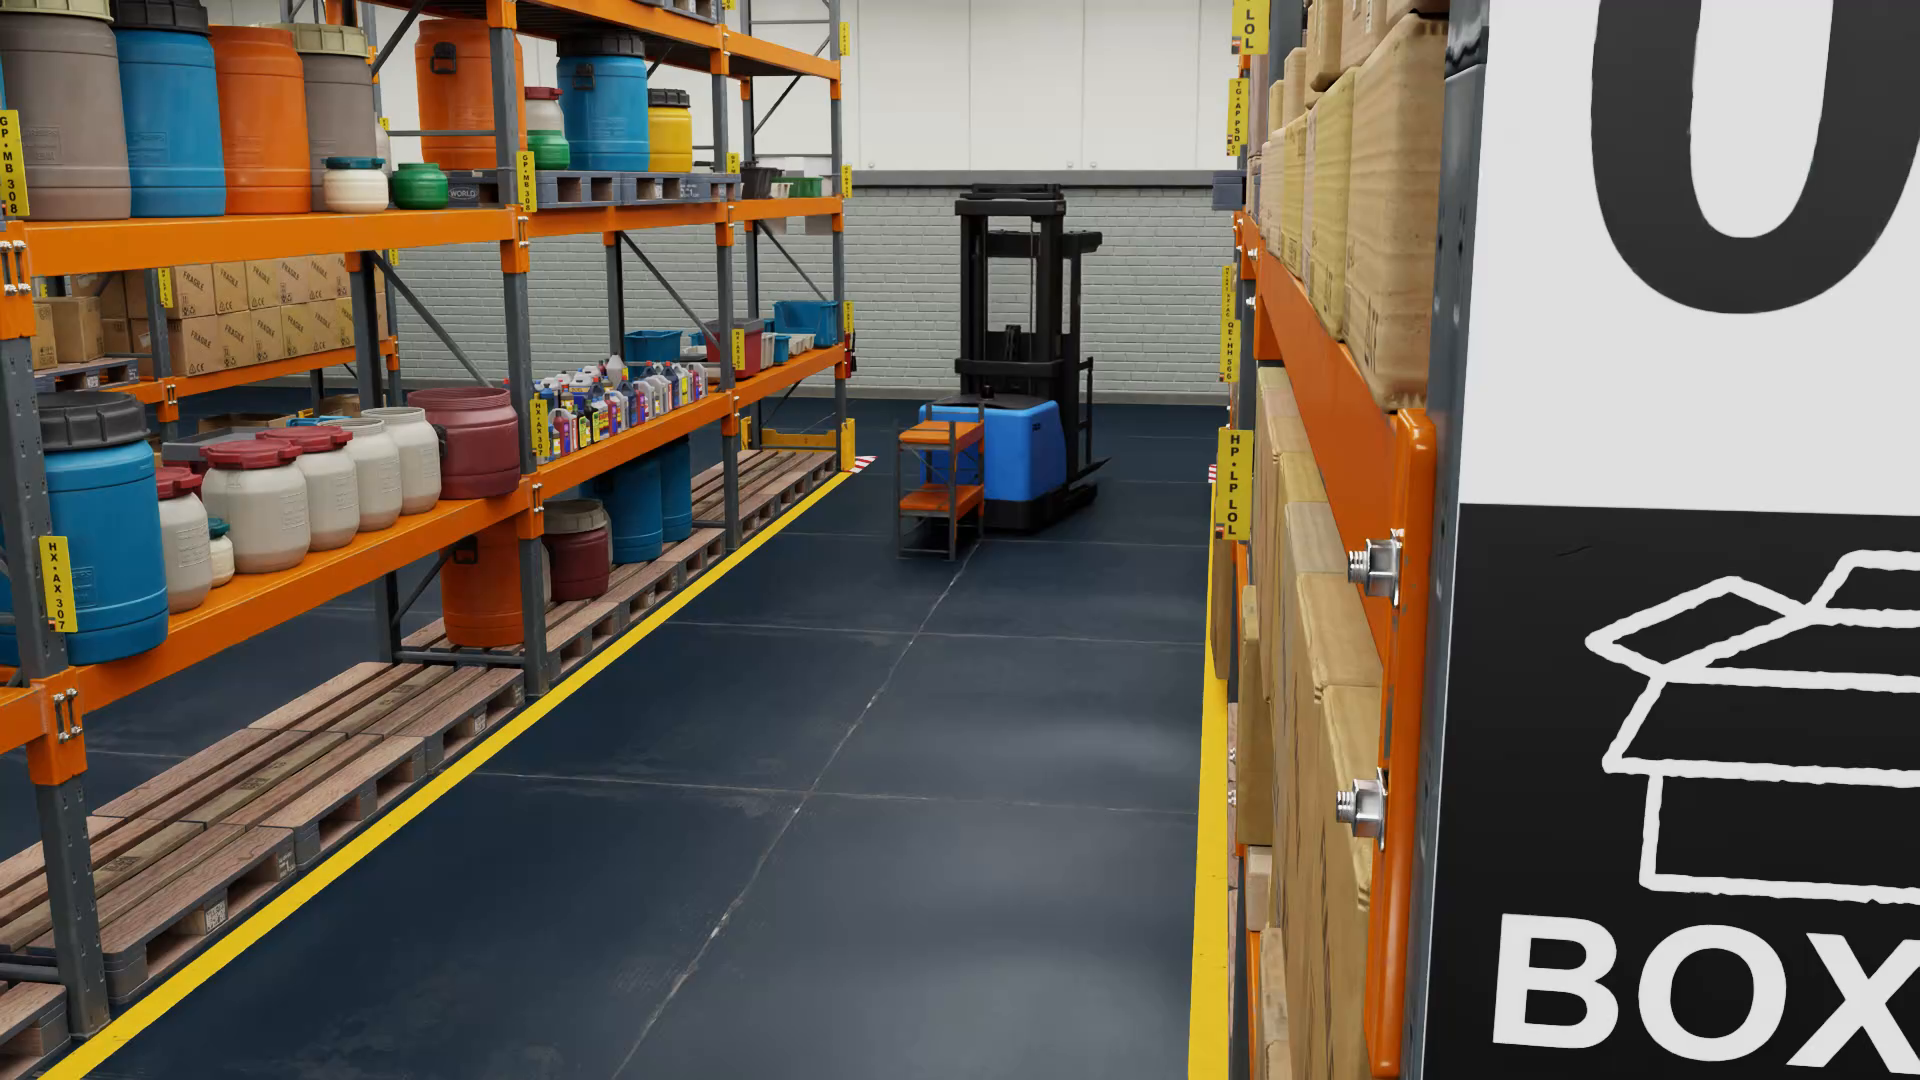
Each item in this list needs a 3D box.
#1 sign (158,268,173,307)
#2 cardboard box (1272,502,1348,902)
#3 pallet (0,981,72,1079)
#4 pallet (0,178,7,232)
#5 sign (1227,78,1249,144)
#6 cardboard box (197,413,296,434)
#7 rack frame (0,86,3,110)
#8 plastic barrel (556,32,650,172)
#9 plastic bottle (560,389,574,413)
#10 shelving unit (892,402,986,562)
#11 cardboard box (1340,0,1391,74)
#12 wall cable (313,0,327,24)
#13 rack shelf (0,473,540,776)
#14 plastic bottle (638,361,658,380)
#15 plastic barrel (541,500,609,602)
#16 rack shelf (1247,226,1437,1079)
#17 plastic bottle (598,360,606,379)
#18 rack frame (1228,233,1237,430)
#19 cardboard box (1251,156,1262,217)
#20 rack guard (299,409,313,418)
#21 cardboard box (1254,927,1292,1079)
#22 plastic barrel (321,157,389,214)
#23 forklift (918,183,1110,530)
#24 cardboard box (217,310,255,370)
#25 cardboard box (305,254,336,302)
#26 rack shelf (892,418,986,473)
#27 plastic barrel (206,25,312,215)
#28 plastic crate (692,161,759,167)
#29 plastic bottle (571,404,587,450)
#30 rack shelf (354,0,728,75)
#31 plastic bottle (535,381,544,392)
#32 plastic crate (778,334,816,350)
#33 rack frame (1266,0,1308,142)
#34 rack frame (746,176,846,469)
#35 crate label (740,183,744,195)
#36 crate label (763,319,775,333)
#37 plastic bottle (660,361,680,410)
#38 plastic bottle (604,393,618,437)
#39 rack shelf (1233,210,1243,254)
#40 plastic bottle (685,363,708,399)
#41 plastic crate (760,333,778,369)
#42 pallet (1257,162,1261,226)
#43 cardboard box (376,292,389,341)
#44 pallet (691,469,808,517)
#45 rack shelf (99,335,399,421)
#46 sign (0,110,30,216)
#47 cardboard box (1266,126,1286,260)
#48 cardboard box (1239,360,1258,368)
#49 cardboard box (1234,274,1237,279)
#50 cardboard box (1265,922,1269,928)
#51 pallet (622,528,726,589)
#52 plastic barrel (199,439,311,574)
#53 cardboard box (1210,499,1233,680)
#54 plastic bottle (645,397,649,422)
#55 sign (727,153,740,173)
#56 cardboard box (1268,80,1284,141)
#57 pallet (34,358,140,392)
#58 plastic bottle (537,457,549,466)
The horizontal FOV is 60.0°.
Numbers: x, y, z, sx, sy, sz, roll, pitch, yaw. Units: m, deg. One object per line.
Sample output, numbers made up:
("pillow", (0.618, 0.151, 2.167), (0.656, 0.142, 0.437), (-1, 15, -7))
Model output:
("sign", (-6.657, -2.113, 13.929), (0.100, 0.325, 0.005), (2, 12, 9))
("cardboard box", (0.728, 0.242, 2.434), (0.500, 0.500, 0.500), (2, 12, 9))
("pallet", (-3.687, 1.764, 5.306), (1.003, 0.211, 1.213), (2, 12, 9))
("pallet", (-3.557, -0.958, 4.647), (1.213, 0.211, 1.003), (2, 12, 9))
("sign", (1.420, -2.187, 8.486), (0.100, 0.325, 0.005), (2, 12, 9))
("cardboard box", (-6.922, -0.950, 16.163), (0.797, 0.503, 0.637), (2, 12, 9))
("rack frame", (-3.542, -2.670, 5.023), (1.000, 3.000, 0.127), (2, 12, 9))
("plastic barrel", (-2.423, -2.959, 11.298), (0.600, 0.901, 0.708), (2, 12, 9))
("plastic bottle", (-2.811, -0.980, 11.894), (0.097, 0.201, 0.097), (0, 12, 0))
("shelving unit", (-0.162, -0.493, 13.610), (0.538, 1.125, 1.048), (3, 13, 13))
("cardboard box", (0.561, -0.511, 1.534), (0.380, 0.149, 0.250), (1, 12, 6))
("wall cable", (-7.590, -7.518, 22.901), (3.097, 2.526, 0.112), (2, 12, 9))
("rack shelf", (-3.235, 0.198, 7.663), (1.077, 0.370, 4.000), (2, 12, 9))
("plastic bottle", (-2.301, -1.143, 12.294), (0.144, 0.351, 0.185), (2, 12, 9))
("plastic barrel", (-2.695, 0.066, 11.294), (0.600, 0.588, 0.708), (2, 12, 9))
("rack shelf", (1.044, -0.275, 2.738), (1.077, 0.370, 4.000), (2, 12, 9))
("plastic bottle", (-2.810, -1.255, 12.976), (0.061, 0.283, 0.133), (2, 12, 9))
("rack frame", (3.197, -2.075, 16.501), (1.000, 3.000, 0.127), (2, 12, 9))
("cardboard box", (1.494, -1.499, 7.064), (0.500, 0.250, 0.500), (2, 12, 10))
("rack guard", (-6.602, -1.159, 18.184), (1.175, 0.500, 0.348), (2, 12, 9))
("cardboard box", (0.807, 0.840, 2.033), (0.875, 0.500, 0.500), (2, 12, 9))
("plastic barrel", (-2.892, -1.697, 7.954), (0.301, 0.262, 0.301), (0, 12, 0))
("forklift", (0.649, -1.784, 15.315), (1.130, 2.935, 3.031), (5, 13, 21))
("cardboard box", (-6.782, -1.817, 15.067), (0.500, 0.500, 0.500), (2, 12, 10))
("cardboard box", (-6.539, -2.620, 16.418), (0.500, 0.500, 0.500), (2, 12, 10))
("rack shelf", (-0.162, -0.779, 13.548), (0.538, 0.278, 1.000), (3, 13, 13))
("plastic barrel", (-3.368, -1.946, 7.765), (0.600, 0.830, 0.708), (2, 12, 9))
("plastic crate", (-2.203, -3.362, 15.502), (0.504, 0.338, 0.767), (2, 12, 9))
("plastic bottle", (-2.404, -0.715, 10.470), (0.061, 0.283, 0.133), (2, 12, 9))
("rack shelf", (-2.619, -3.372, 10.936), (1.077, 0.370, 4.000), (2, 12, 9))
("plastic bottle", (-2.982, -0.992, 11.780), (0.097, 0.271, 0.097), (0, 12, 0))
("plastic crate", (-1.643, -1.960, 16.453), (0.396, 0.136, 0.243), (2, 12, 9))
("rack frame", (1.352, -2.510, 4.278), (1.000, 3.000, 0.127), (2, 12, 9))
("rack frame", (-1.697, -2.235, 17.246), (1.000, 3.000, 0.127), (2, 12, 9))
("crate label", (-1.951, -2.833, 13.523), (0.293, 0.136, 0.466), (2, 12, 9))
("crate label", (-2.060, -2.142, 17.068), (0.416, 0.233, 0.303), (2, 12, 9))
("plastic bottle", (-2.158, -1.138, 12.272), (0.144, 0.351, 0.185), (2, 12, 9))
("plastic bottle", (-2.318, -0.832, 11.010), (0.061, 0.283, 0.133), (2, 12, 9))
("rack shelf", (2.275, -1.941, 10.466), (1.077, 0.370, 4.000), (2, 12, 9))
("plastic bottle", (-2.053, -1.250, 12.966), (0.152, 0.276, 0.135), (2, 12, 9))
("plastic crate", (-1.895, -1.686, 14.836), (0.437, 0.282, 0.530), (2, 12, 9))
("pallet", (1.552, -1.077, 5.194), (1.213, 0.211, 1.003), (2, 12, 9))
("cardboard box", (-6.390, -2.344, 17.510), (0.500, 0.500, 0.500), (2, 12, 10))
("pallet", (-2.052, -0.449, 15.574), (1.003, 0.211, 1.213), (2, 12, 9))
("rack shelf", (-6.898, -1.629, 16.138), (1.077, 0.370, 4.000), (2, 12, 9))
("sign", (-3.000, -1.188, 5.245), (0.100, 0.325, 0.005), (2, 12, 9))
("cardboard box", (0.866, -0.671, 3.224), (0.500, 0.250, 0.500), (1, 12, 6))
("cardboard box", (2.036, -0.887, 10.751), (0.500, 0.500, 0.500), (2, 12, 10))
("cardboard box", (2.470, -1.889, 13.511), (0.500, 0.500, 0.500), (2, 12, 9))
("cardboard box", (0.804, 0.894, 3.323), (0.380, 0.149, 0.250), (2, 12, 9))
("pallet", (-2.472, 0.120, 12.937), (1.003, 0.211, 1.213), (2, 12, 9))
("plastic barrel", (-3.066, -0.149, 7.240), (0.433, 0.535, 0.433), (0, 12, 0))
("cardboard box", (2.094, 0.281, 9.617), (1.225, 0.875, 0.875), (1, 12, 6))
("plastic bottle", (-2.234, -0.931, 11.664), (0.097, 0.201, 0.097), (0, 12, 0))
("sign", (-1.769, -2.855, 12.981), (0.100, 0.325, 0.005), (2, 12, 9))
("cardboard box", (0.997, -1.107, 4.300), (0.380, 0.149, 0.250), (2, 12, 7))
("pallet", (-7.436, -1.307, 13.395), (1.003, 0.211, 1.213), (2, 12, 9))
("plastic bottle", (-2.541, -0.589, 9.901), (0.152, 0.276, 0.135), (2, 12, 9))
